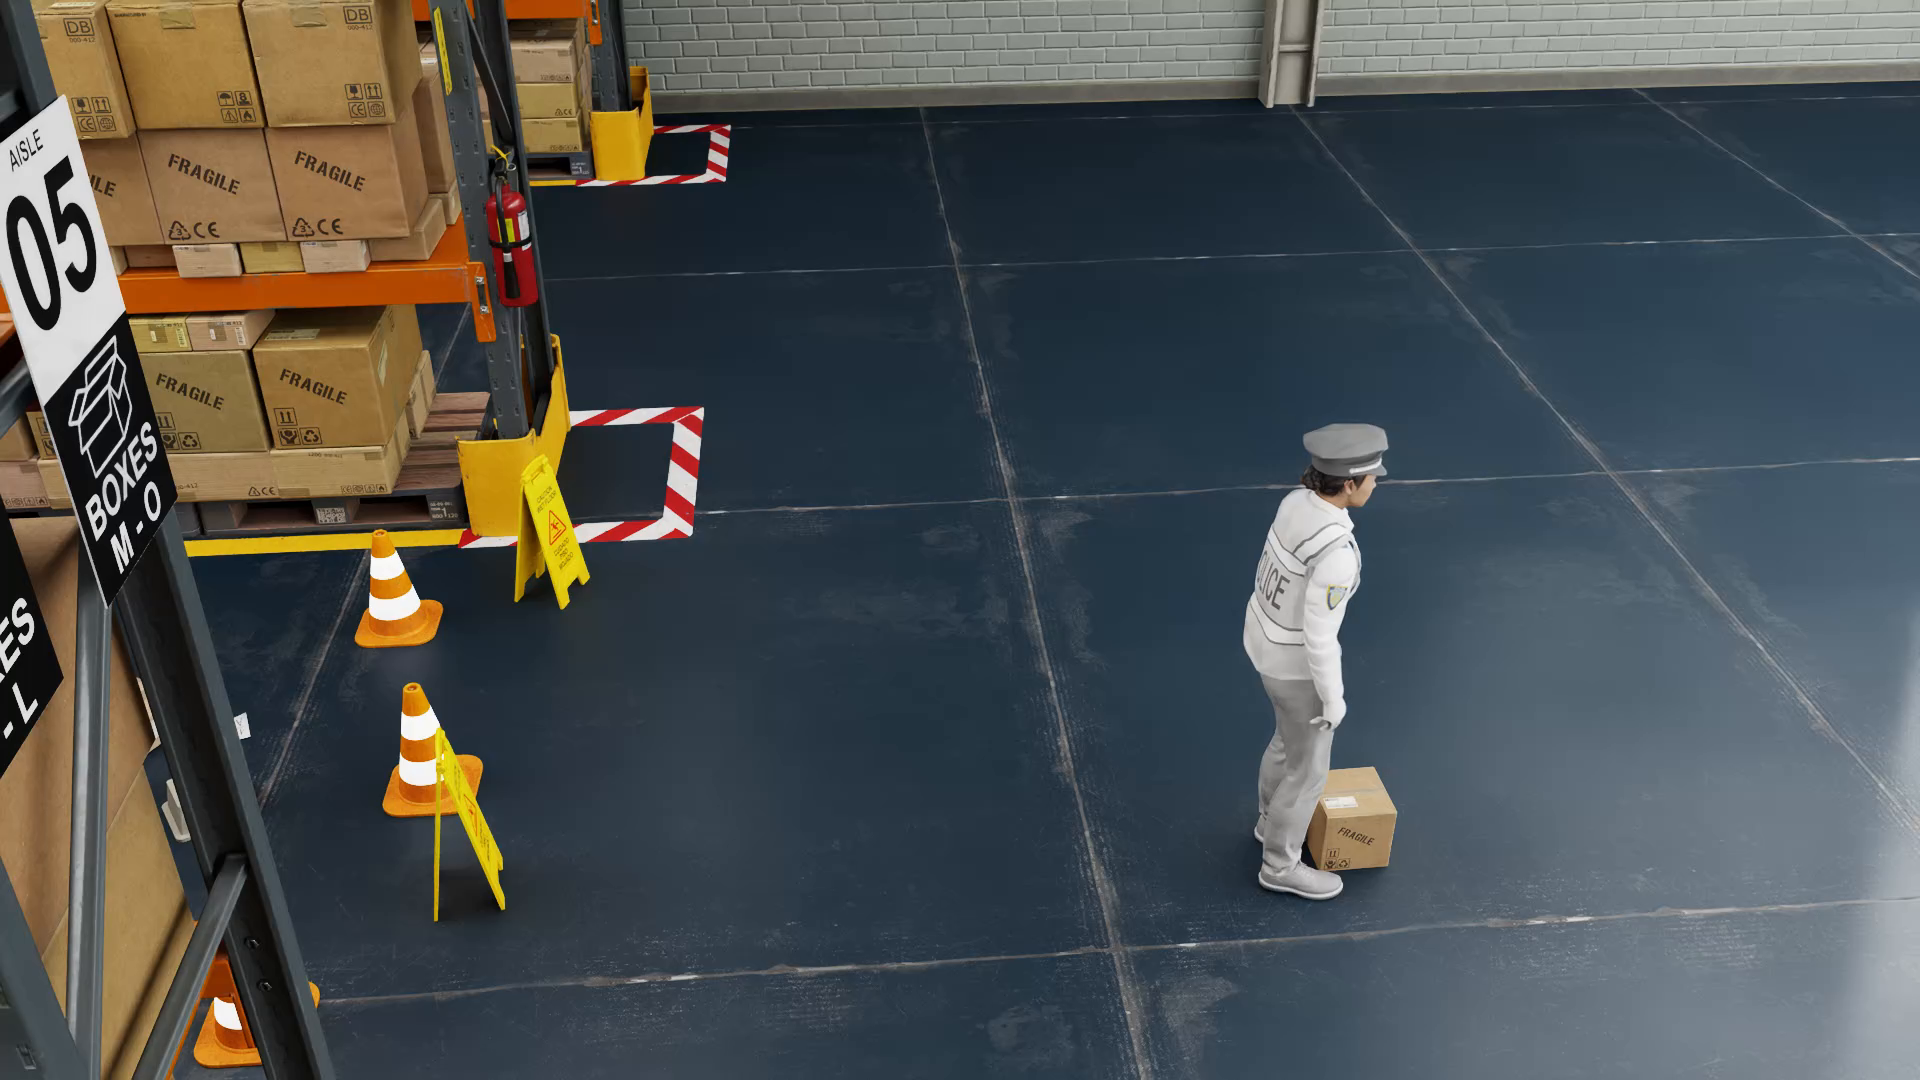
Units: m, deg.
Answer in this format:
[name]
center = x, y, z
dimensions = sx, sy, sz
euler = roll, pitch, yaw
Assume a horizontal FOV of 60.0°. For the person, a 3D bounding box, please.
[person]
center = 1.145, 0.394, 5.482
dimensions = 0.405, 1.663, 0.537
euler = -3, 31, -5
